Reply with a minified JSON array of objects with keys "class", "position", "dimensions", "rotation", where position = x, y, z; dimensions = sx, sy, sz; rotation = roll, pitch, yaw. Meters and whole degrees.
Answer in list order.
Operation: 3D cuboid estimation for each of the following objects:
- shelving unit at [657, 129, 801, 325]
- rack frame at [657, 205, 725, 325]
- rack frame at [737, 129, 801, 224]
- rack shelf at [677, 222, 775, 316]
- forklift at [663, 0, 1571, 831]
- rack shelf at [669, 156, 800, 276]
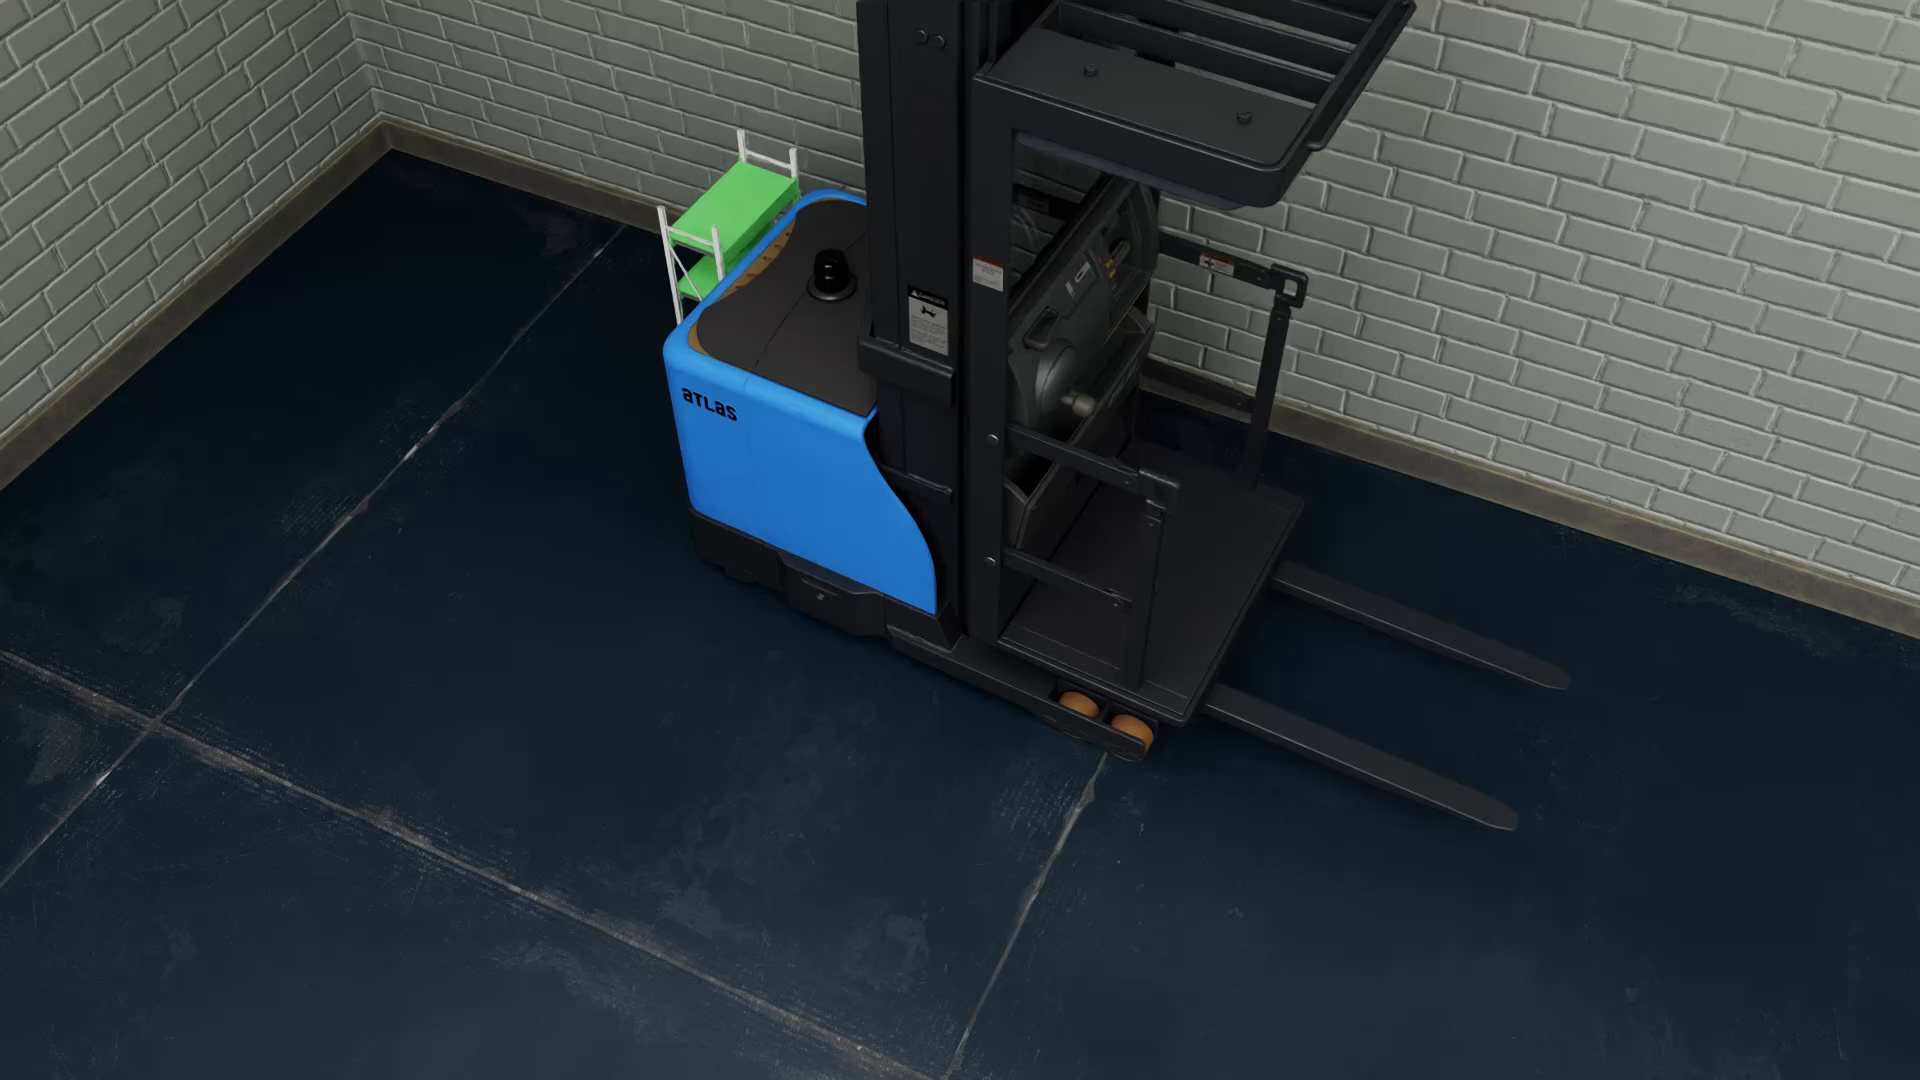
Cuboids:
[{"class":"shelving unit","position":[-0.800,-0.862,6.195],"dimensions":[0.258,1.200,0.503],"rotation":[22,53,18]},{"class":"rack frame","position":[-0.917,-0.699,6.056],"dimensions":[0.240,1.200,0.015],"rotation":[22,53,18]},{"class":"rack frame","position":[-0.684,-1.025,6.334],"dimensions":[0.240,1.200,0.015],"rotation":[22,53,18]},{"class":"rack shelf","position":[-0.801,-0.976,6.061],"dimensions":[0.258,0.148,0.480],"rotation":[22,53,18]},{"class":"forklift","position":[0.556,-0.672,4.897],"dimensions":[3.031,2.935,1.130],"rotation":[22,53,18]},{"class":"rack shelf","position":[-0.801,-1.132,5.879],"dimensions":[0.258,0.148,0.480],"rotation":[22,53,18]}]
